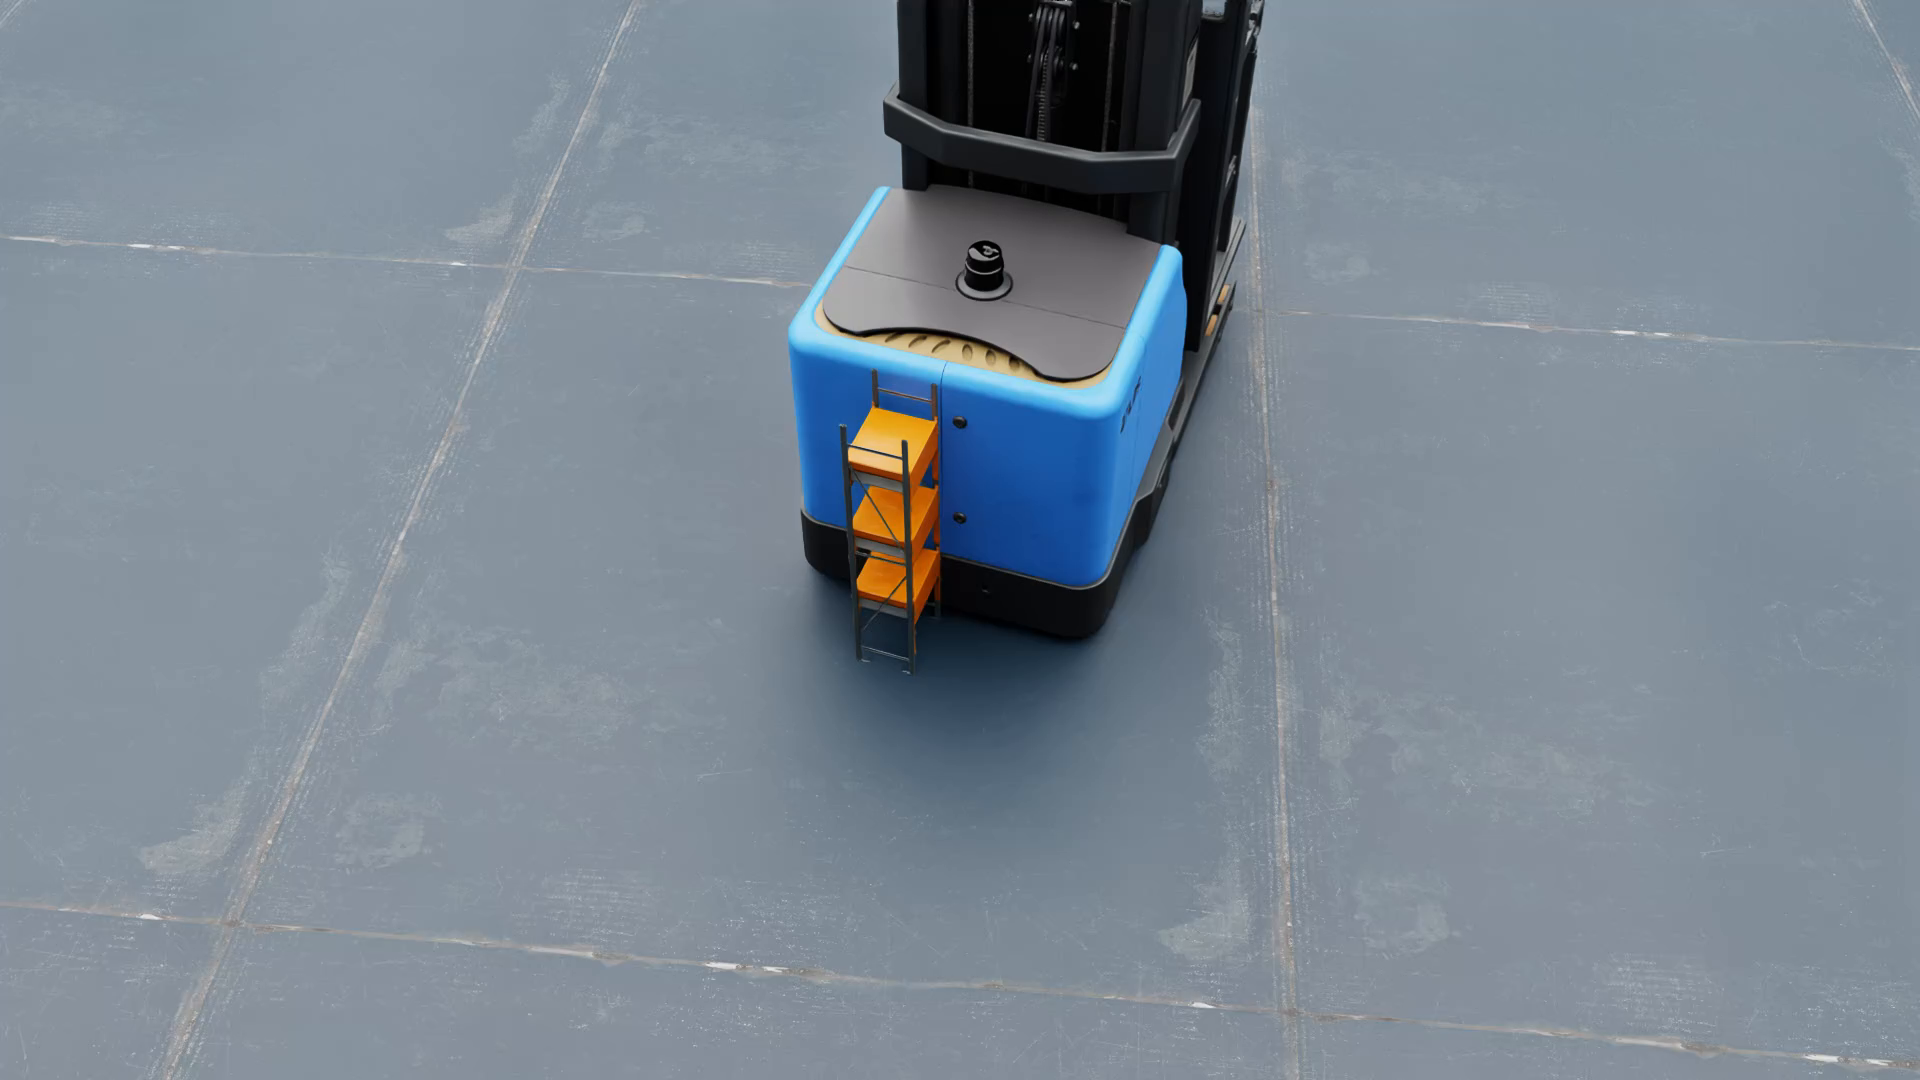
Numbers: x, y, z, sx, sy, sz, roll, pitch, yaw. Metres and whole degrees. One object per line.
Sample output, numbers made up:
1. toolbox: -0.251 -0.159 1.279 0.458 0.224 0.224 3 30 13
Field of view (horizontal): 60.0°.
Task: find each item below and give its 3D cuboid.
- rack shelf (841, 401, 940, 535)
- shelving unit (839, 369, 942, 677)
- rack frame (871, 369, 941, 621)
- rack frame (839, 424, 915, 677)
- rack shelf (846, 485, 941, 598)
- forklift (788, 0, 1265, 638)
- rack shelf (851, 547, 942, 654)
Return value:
1. rack shelf: -0.199 -0.211 4.862 0.215 0.259 0.240 14 49 13
2. shelving unit: -0.199 -0.027 5.063 0.215 1.050 0.252 14 49 13
3. rack frame: -0.160 -0.112 5.141 0.200 1.050 0.008 14 49 13
4. rack frame: -0.239 0.058 4.985 0.200 1.050 0.008 14 49 13
5. rack shelf: -0.199 -0.020 5.071 0.215 0.259 0.240 14 49 13
6. forklift: 0.438 -1.786 5.397 1.130 2.935 3.031 14 49 13
7. rack shelf: -0.199 0.168 5.276 0.215 0.259 0.240 14 49 13
